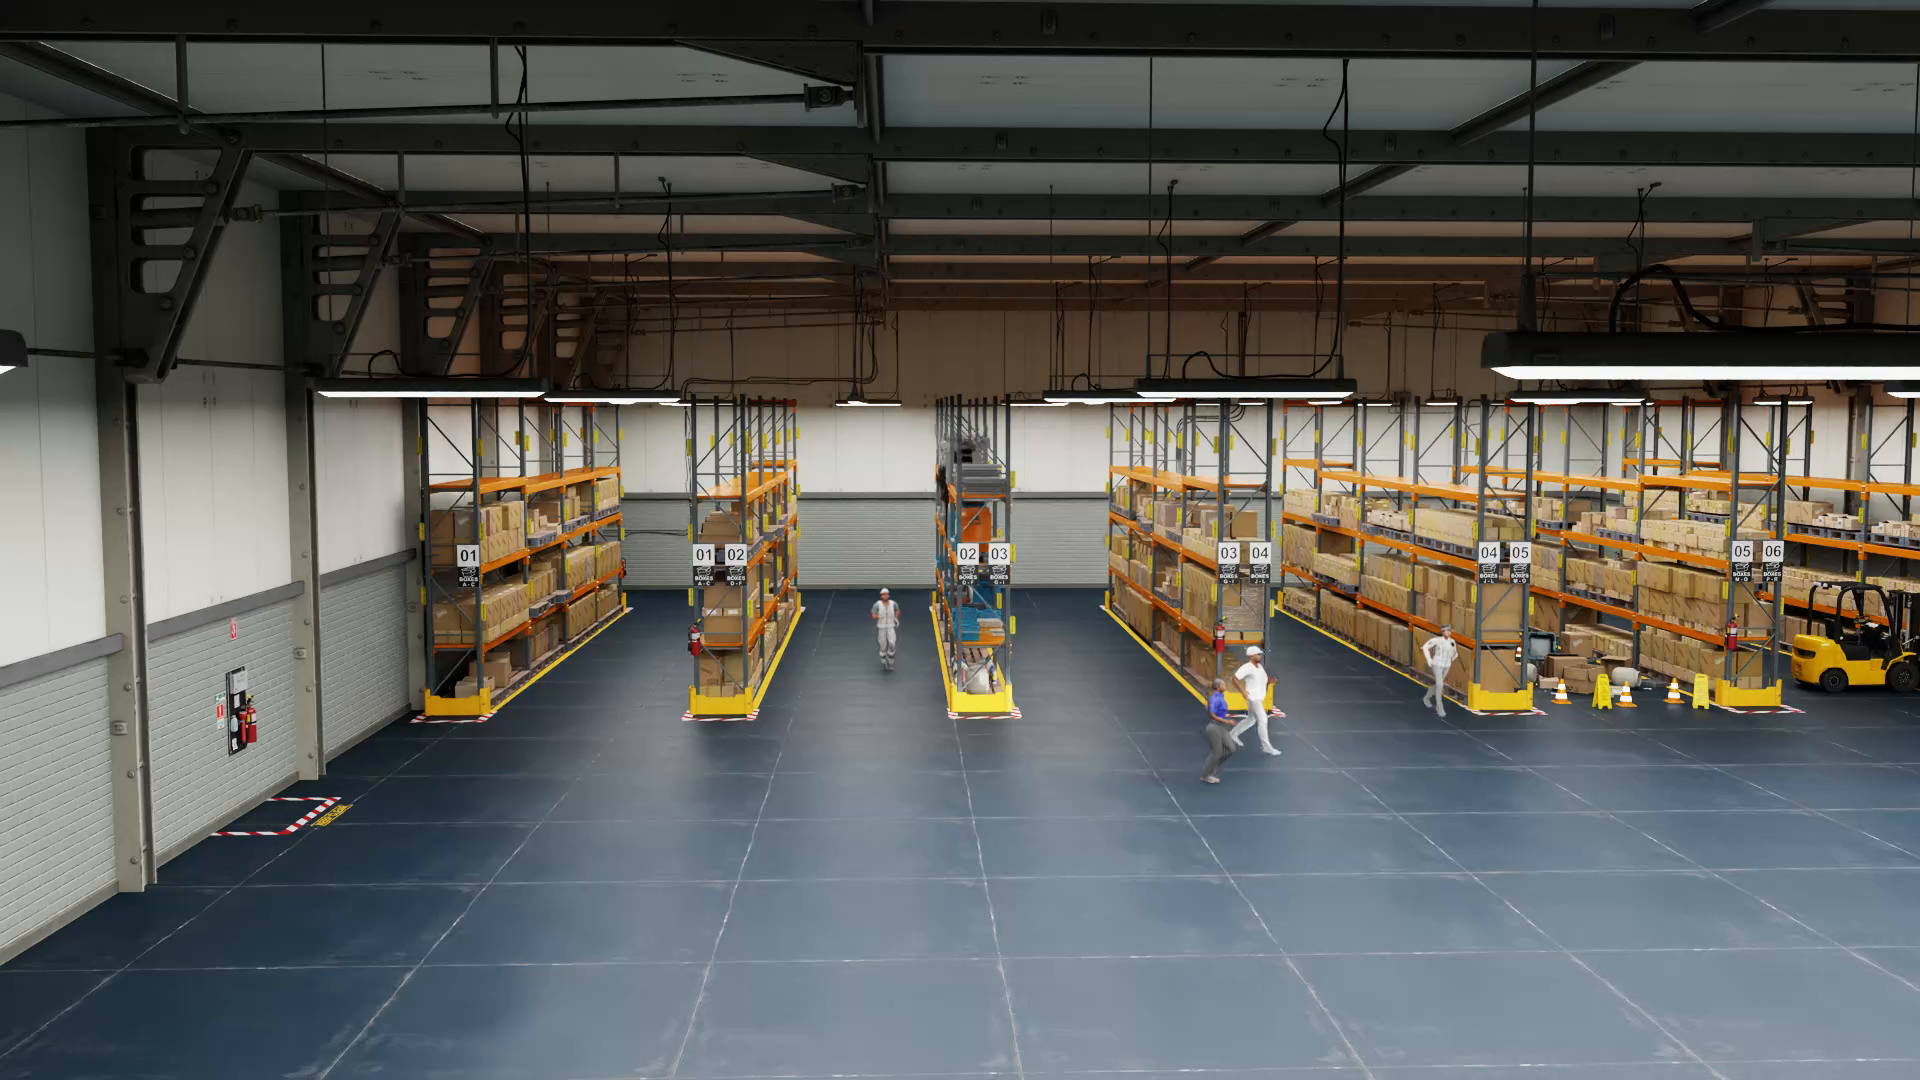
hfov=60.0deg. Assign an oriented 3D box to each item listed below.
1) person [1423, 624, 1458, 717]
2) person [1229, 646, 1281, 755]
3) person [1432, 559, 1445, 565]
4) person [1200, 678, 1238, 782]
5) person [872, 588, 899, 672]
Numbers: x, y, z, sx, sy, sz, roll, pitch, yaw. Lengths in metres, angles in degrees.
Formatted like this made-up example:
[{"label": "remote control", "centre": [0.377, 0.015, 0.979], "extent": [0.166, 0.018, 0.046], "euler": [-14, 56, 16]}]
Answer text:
[{"label": "person", "centre": [9.106, 2.418, 31.433], "extent": [0.636, 1.707, 0.861], "euler": [-2, 5, -20]}, {"label": "person", "centre": [4.898, 2.637, 27.628], "extent": [0.982, 1.757, 0.700], "euler": [3, 5, 30]}, {"label": "person", "centre": [14.177, 1.046, 49.335], "extent": [0.874, 1.563, 0.574], "euler": [1, 5, 16]}, {"label": "person", "centre": [3.973, 2.908, 25.416], "extent": [0.585, 1.624, 0.586], "euler": [2, 5, 21]}, {"label": "person", "centre": [-1.623, 1.969, 36.454], "extent": [0.630, 1.836, 0.764], "euler": [-1, 5, -7]}]
